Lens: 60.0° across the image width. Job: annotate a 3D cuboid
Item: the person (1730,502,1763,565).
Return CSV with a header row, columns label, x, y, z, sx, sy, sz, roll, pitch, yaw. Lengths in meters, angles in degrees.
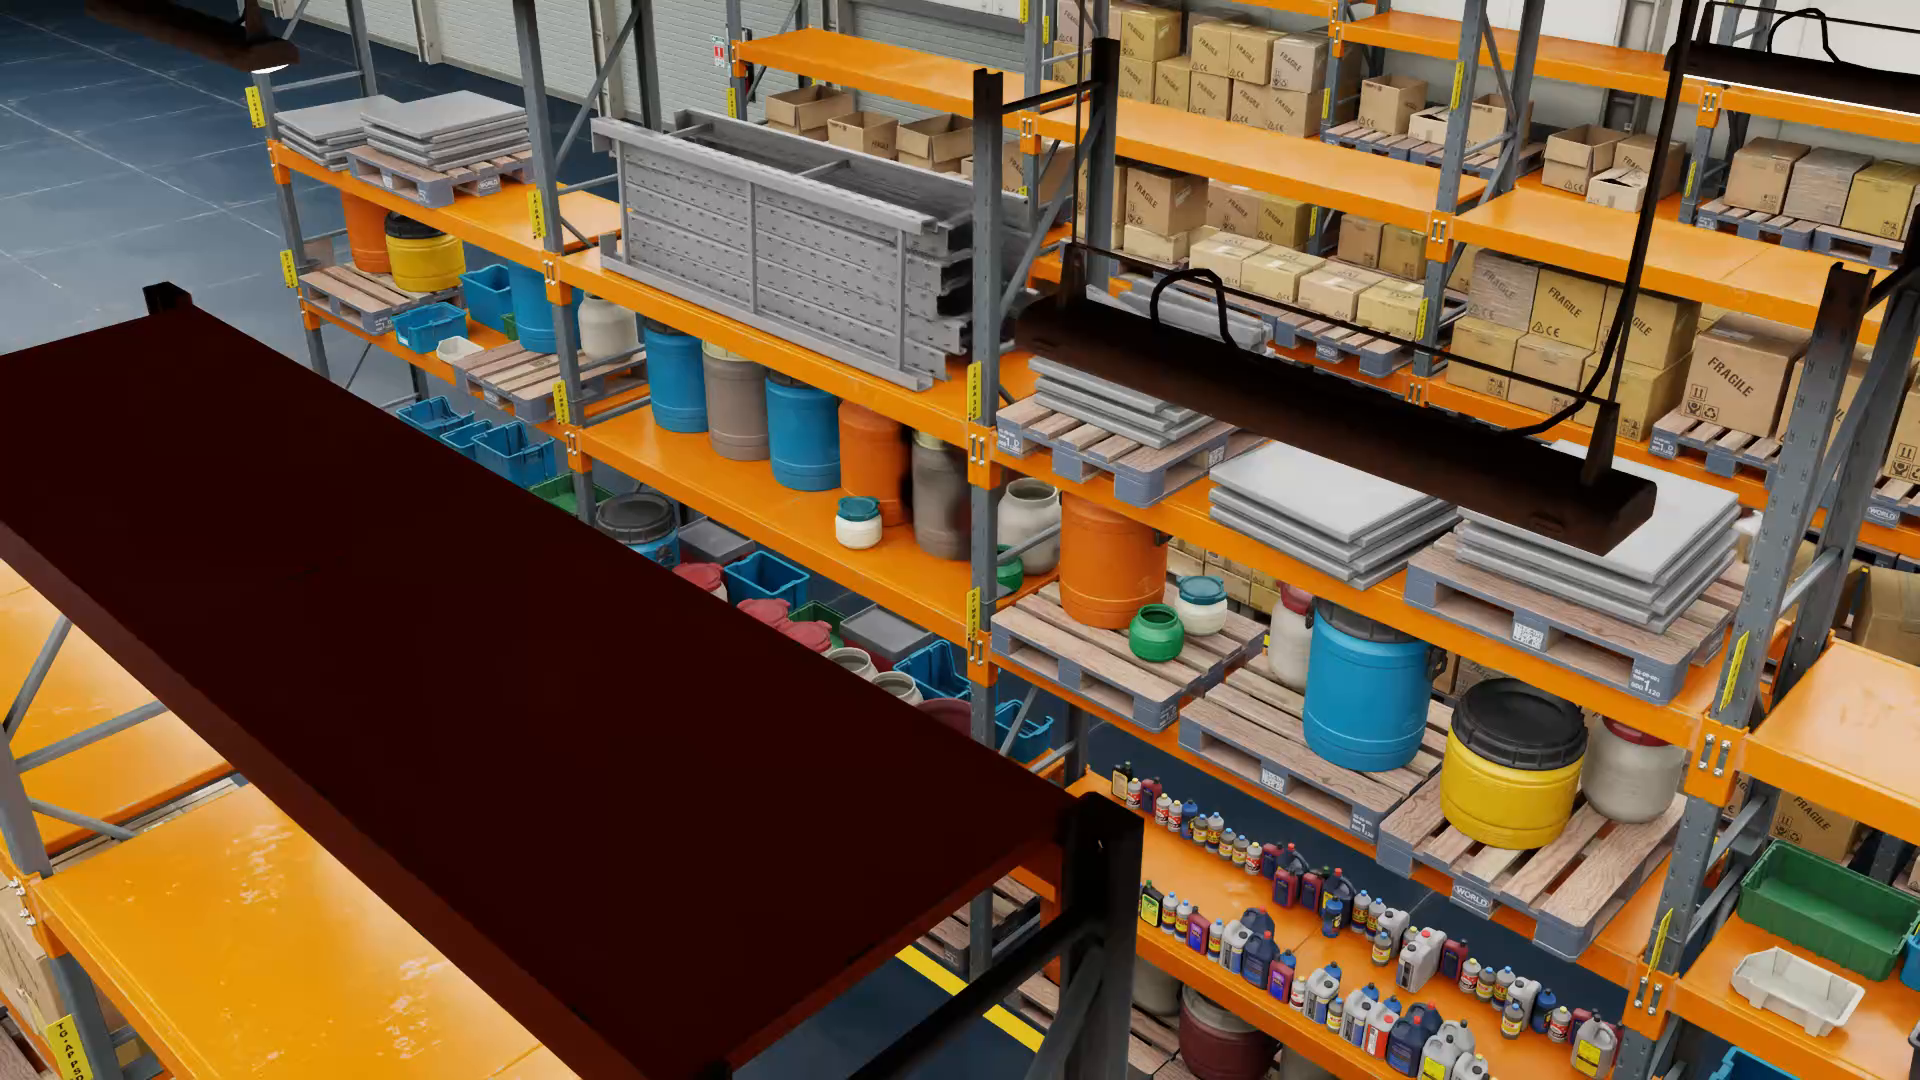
label,x,y,z,sx,sy,sz,roll,pitch,yaw
person,6.452,0.329,13.899,0.659,1.728,0.644,-25,38,-37
